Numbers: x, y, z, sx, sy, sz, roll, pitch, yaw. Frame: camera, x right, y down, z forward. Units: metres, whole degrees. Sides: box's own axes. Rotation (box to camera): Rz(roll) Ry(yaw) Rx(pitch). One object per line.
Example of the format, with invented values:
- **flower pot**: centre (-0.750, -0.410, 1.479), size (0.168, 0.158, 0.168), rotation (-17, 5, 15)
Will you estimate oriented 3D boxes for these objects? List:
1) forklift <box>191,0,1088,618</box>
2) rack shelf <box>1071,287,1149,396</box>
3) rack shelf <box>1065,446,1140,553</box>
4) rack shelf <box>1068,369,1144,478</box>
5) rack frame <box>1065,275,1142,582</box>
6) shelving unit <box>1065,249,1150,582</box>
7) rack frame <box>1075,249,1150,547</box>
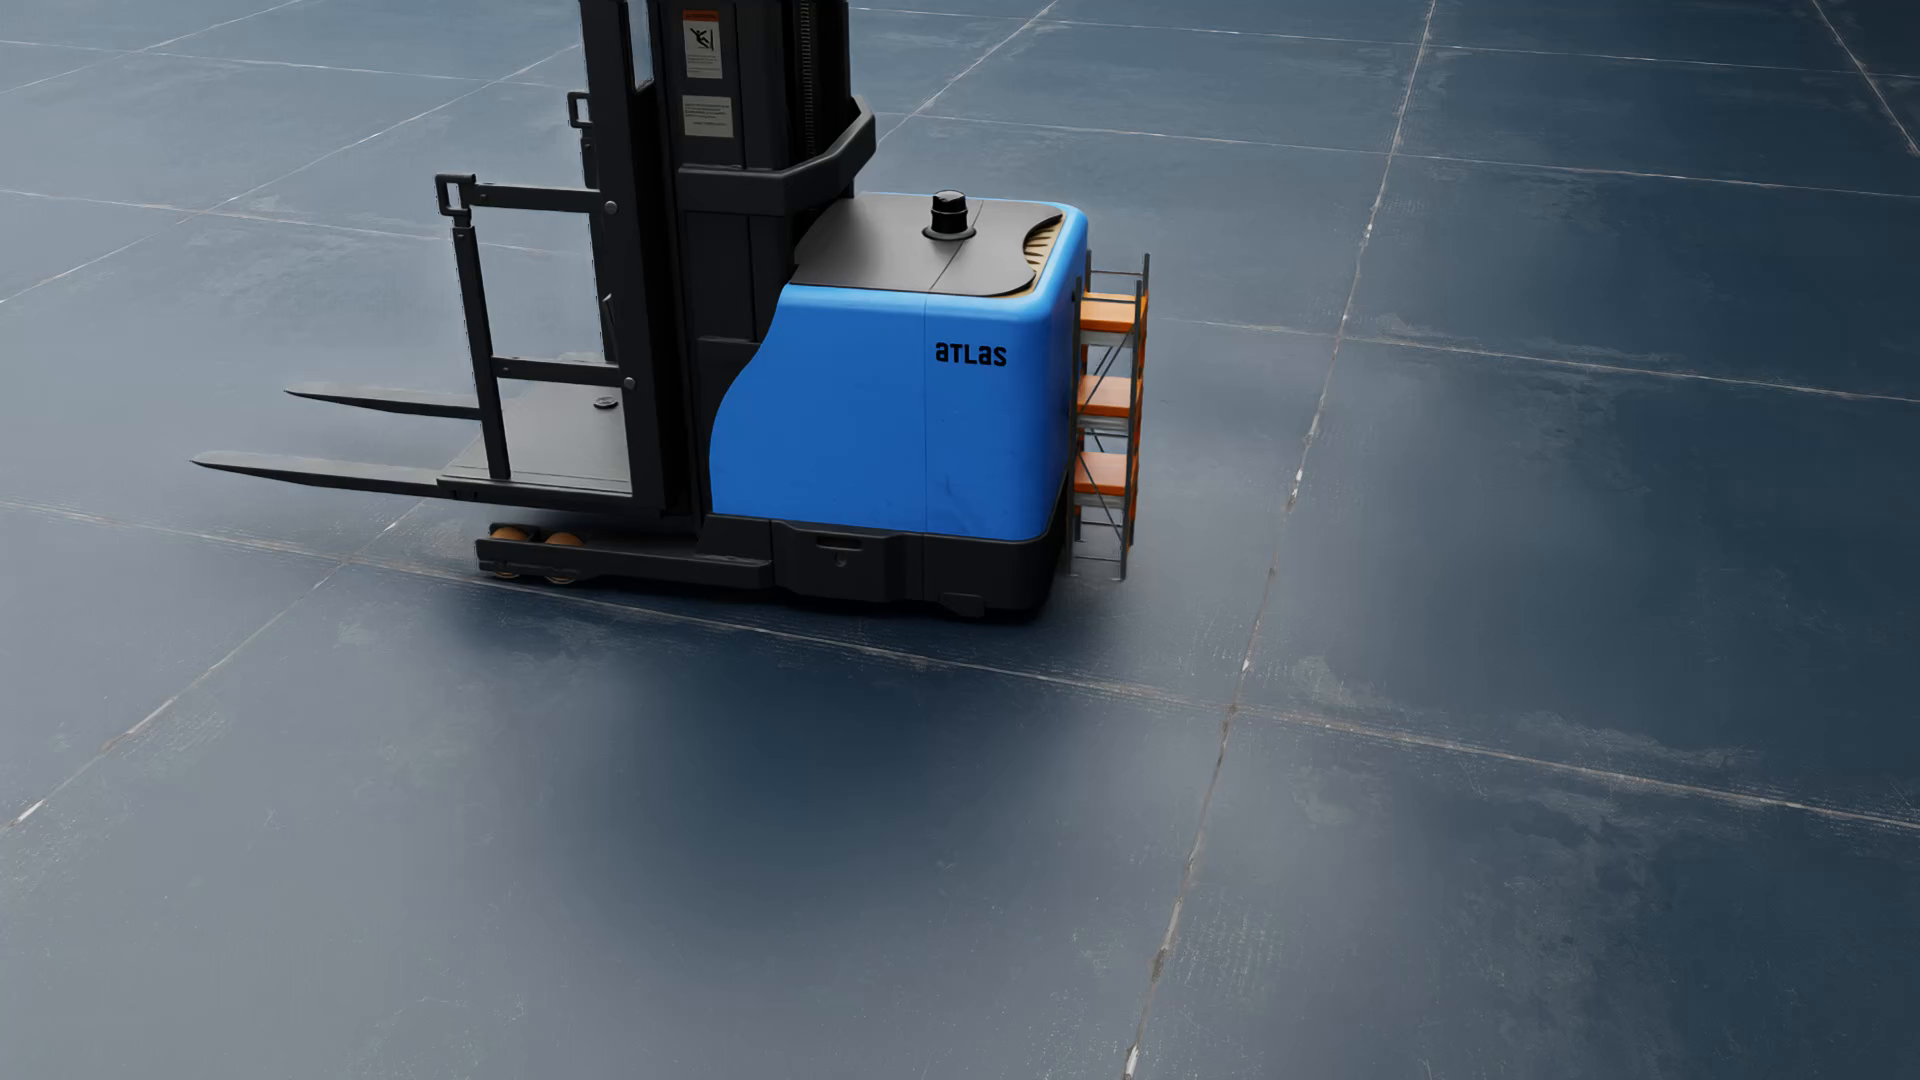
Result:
- **forklift**: centre (-1.129, -1.380, 5.216), size (3.031, 2.935, 1.130), rotation (5, 30, 10)
- **rack shelf**: centre (0.472, -0.627, 5.235), size (0.215, 0.259, 0.240), rotation (5, 30, 10)
- **rack shelf**: centre (0.472, -0.136, 5.509), size (0.215, 0.259, 0.240), rotation (5, 30, 10)
- **rack shelf**: centre (0.472, -0.379, 5.373), size (0.215, 0.259, 0.240), rotation (5, 30, 10)
- **rack frame**: centre (0.449, -0.330, 5.264), size (0.200, 1.050, 0.008), rotation (5, 30, 10)
- **shelving unit**: centre (0.472, -0.388, 5.368), size (0.215, 1.050, 0.252), rotation (5, 30, 10)
- **rack frame**: centre (0.496, -0.447, 5.473), size (0.200, 1.050, 0.008), rotation (5, 30, 10)
